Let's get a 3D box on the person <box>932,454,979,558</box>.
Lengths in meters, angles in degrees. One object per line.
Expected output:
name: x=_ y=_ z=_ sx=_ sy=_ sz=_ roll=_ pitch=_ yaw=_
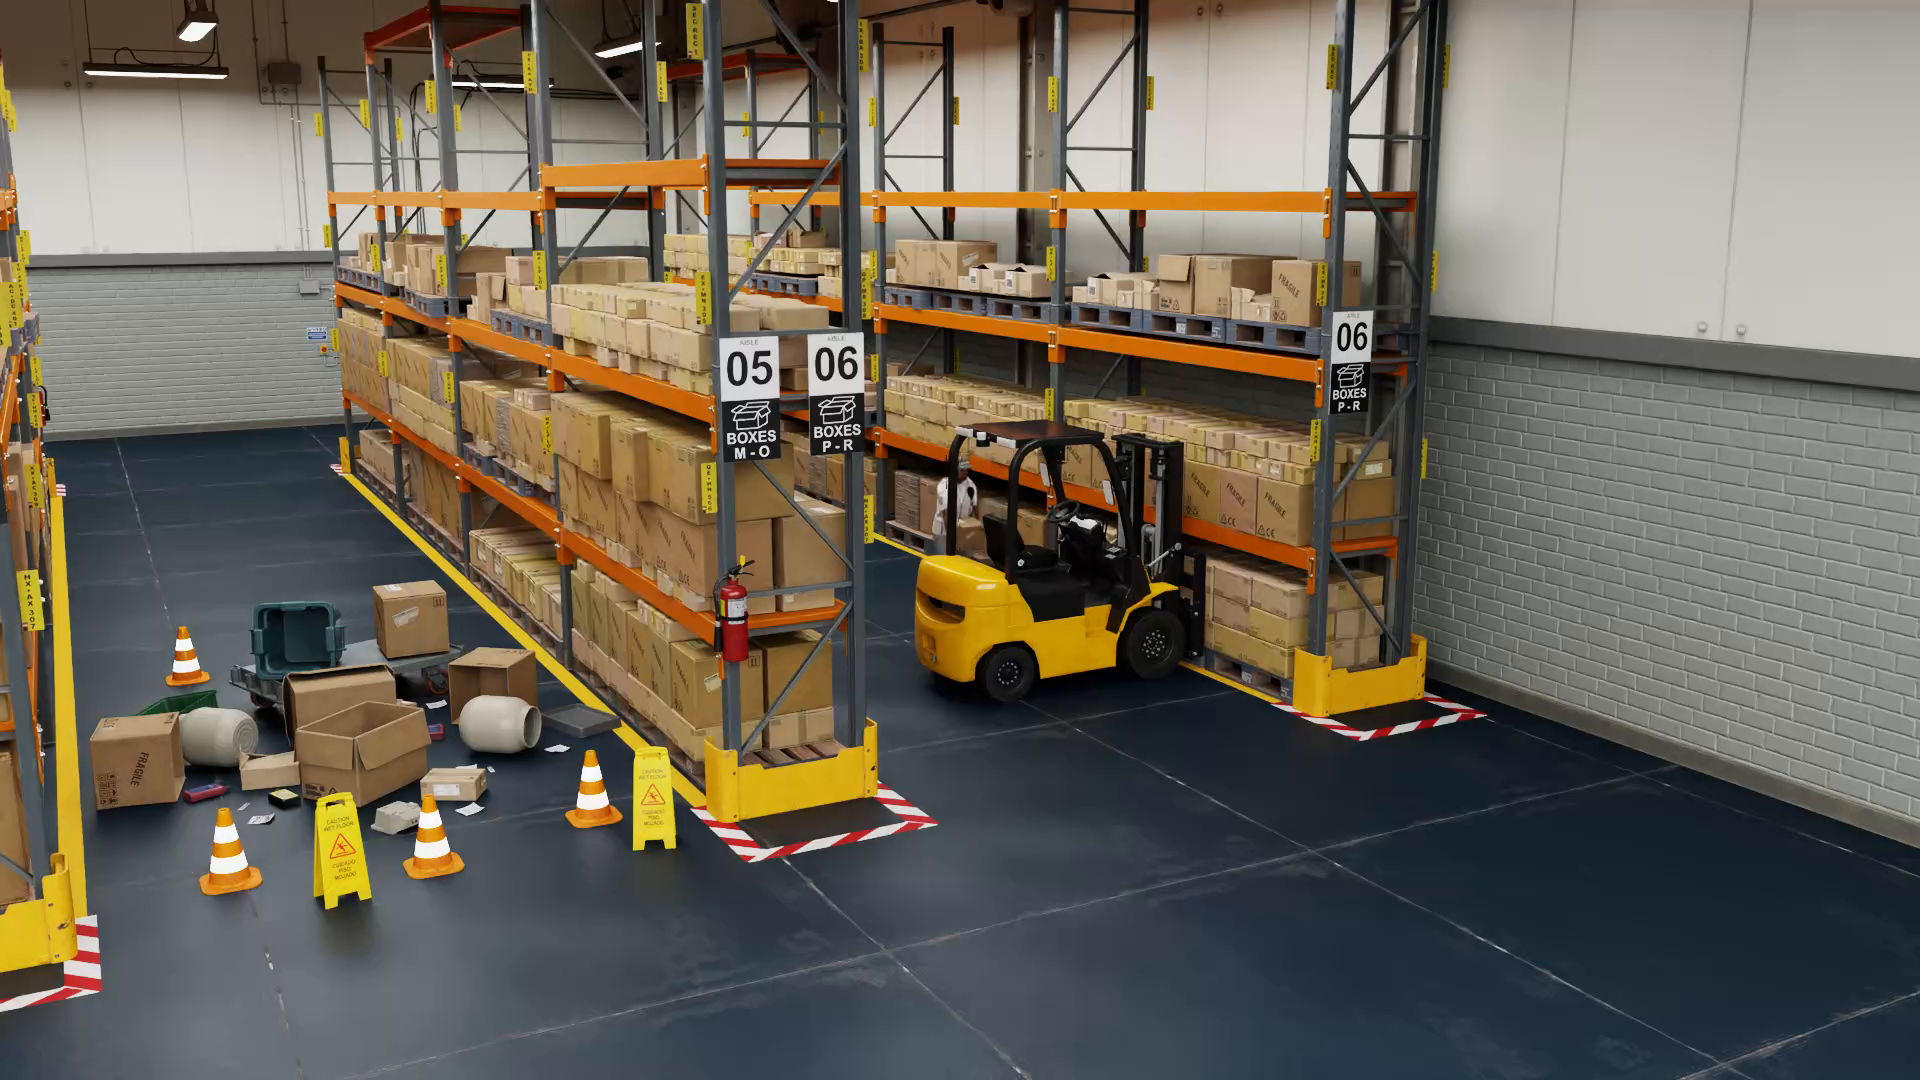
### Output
person: x=-0.019 y=-0.019 z=16.061 sx=0.416 sy=1.665 sz=0.539 roll=-7 pitch=13 yaw=-29
